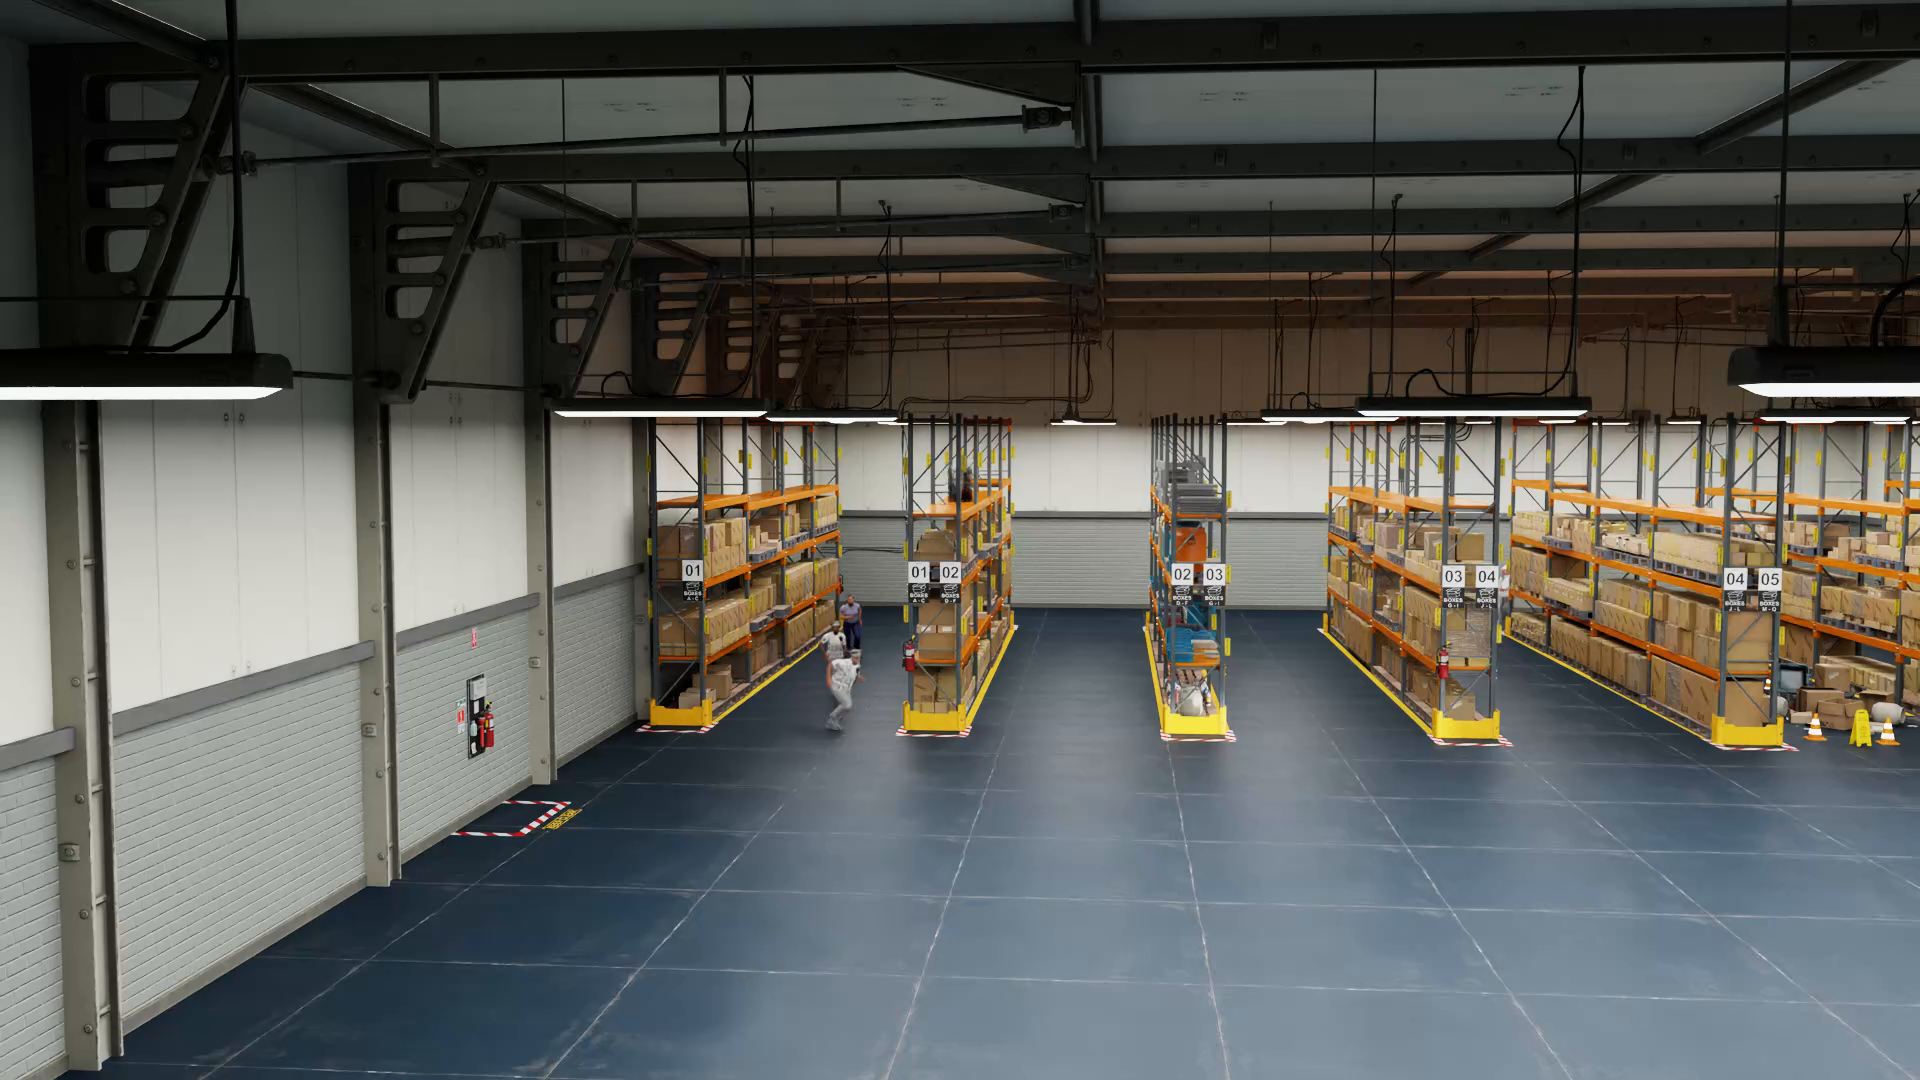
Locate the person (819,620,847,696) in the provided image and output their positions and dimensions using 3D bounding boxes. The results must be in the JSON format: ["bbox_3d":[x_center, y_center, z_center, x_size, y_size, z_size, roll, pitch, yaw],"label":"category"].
[{"bbox_3d":[-2.666,2.516,35.345,0.582,1.645,0.661,-1,4,-16],"label":"person"}]

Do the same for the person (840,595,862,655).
[{"bbox_3d":[-2.712,2.149,41.349,0.550,1.601,0.905,-1,4,-8],"label":"person"}]

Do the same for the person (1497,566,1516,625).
[{"bbox_3d":[15.697,1.577,47.748,0.882,1.695,0.669,-3,5,-34],"label":"person"}]

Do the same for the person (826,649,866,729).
[{"bbox_3d":[-2.195,2.824,31.297,0.933,1.571,0.698,3,5,36],"label":"person"}]
